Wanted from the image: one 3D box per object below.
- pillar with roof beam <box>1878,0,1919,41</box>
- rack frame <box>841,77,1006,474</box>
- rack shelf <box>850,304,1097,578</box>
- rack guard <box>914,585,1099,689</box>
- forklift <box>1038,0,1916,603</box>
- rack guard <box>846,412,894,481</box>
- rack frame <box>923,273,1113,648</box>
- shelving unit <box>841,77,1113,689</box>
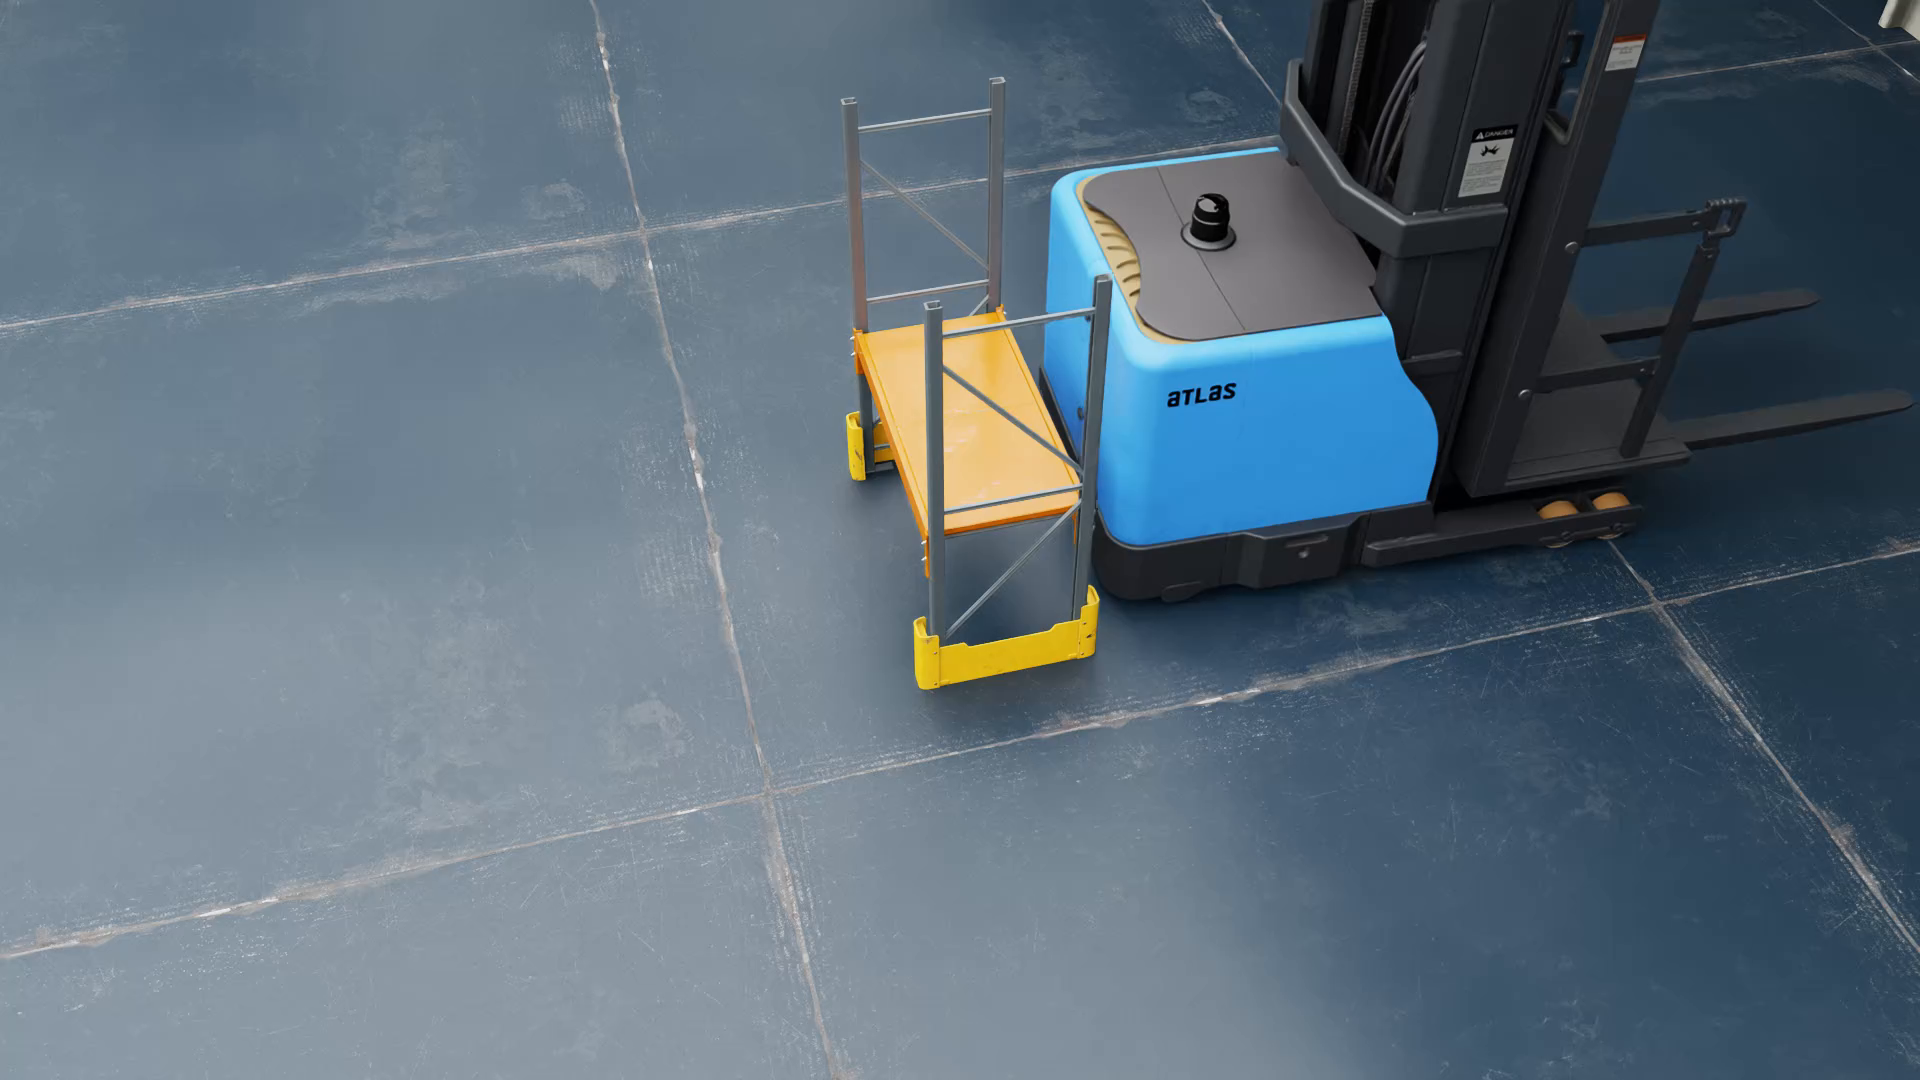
[{"bbox_3d":[0.600,-4.826,4.179,9.100,9.000,0.400,-11,47,-10],"label":"pillar with roof beam"},{"bbox_3d":[-0.108,-0.817,5.501,0.500,1.500,0.032,-11,47,-10],"label":"rack frame"},{"bbox_3d":[0.022,-0.340,5.285,0.538,0.185,1.000,-11,47,-10],"label":"rack shelf"},{"bbox_3d":[0.147,0.309,5.272,0.587,0.250,0.087,-11,47,-10],"label":"rack guard"},{"bbox_3d":[1.856,-1.361,5.031,3.031,2.935,1.130,-9,46,-9],"label":"forklift"},{"bbox_3d":[-0.108,-0.379,5.946,0.587,0.250,0.087,-11,47,-10],"label":"rack guard"},{"bbox_3d":[0.152,-0.115,4.813,0.500,1.500,0.032,-11,47,-10],"label":"rack frame"},{"bbox_3d":[0.020,-0.472,5.163,0.587,1.500,1.083,-11,47,-10],"label":"shelving unit"}]
